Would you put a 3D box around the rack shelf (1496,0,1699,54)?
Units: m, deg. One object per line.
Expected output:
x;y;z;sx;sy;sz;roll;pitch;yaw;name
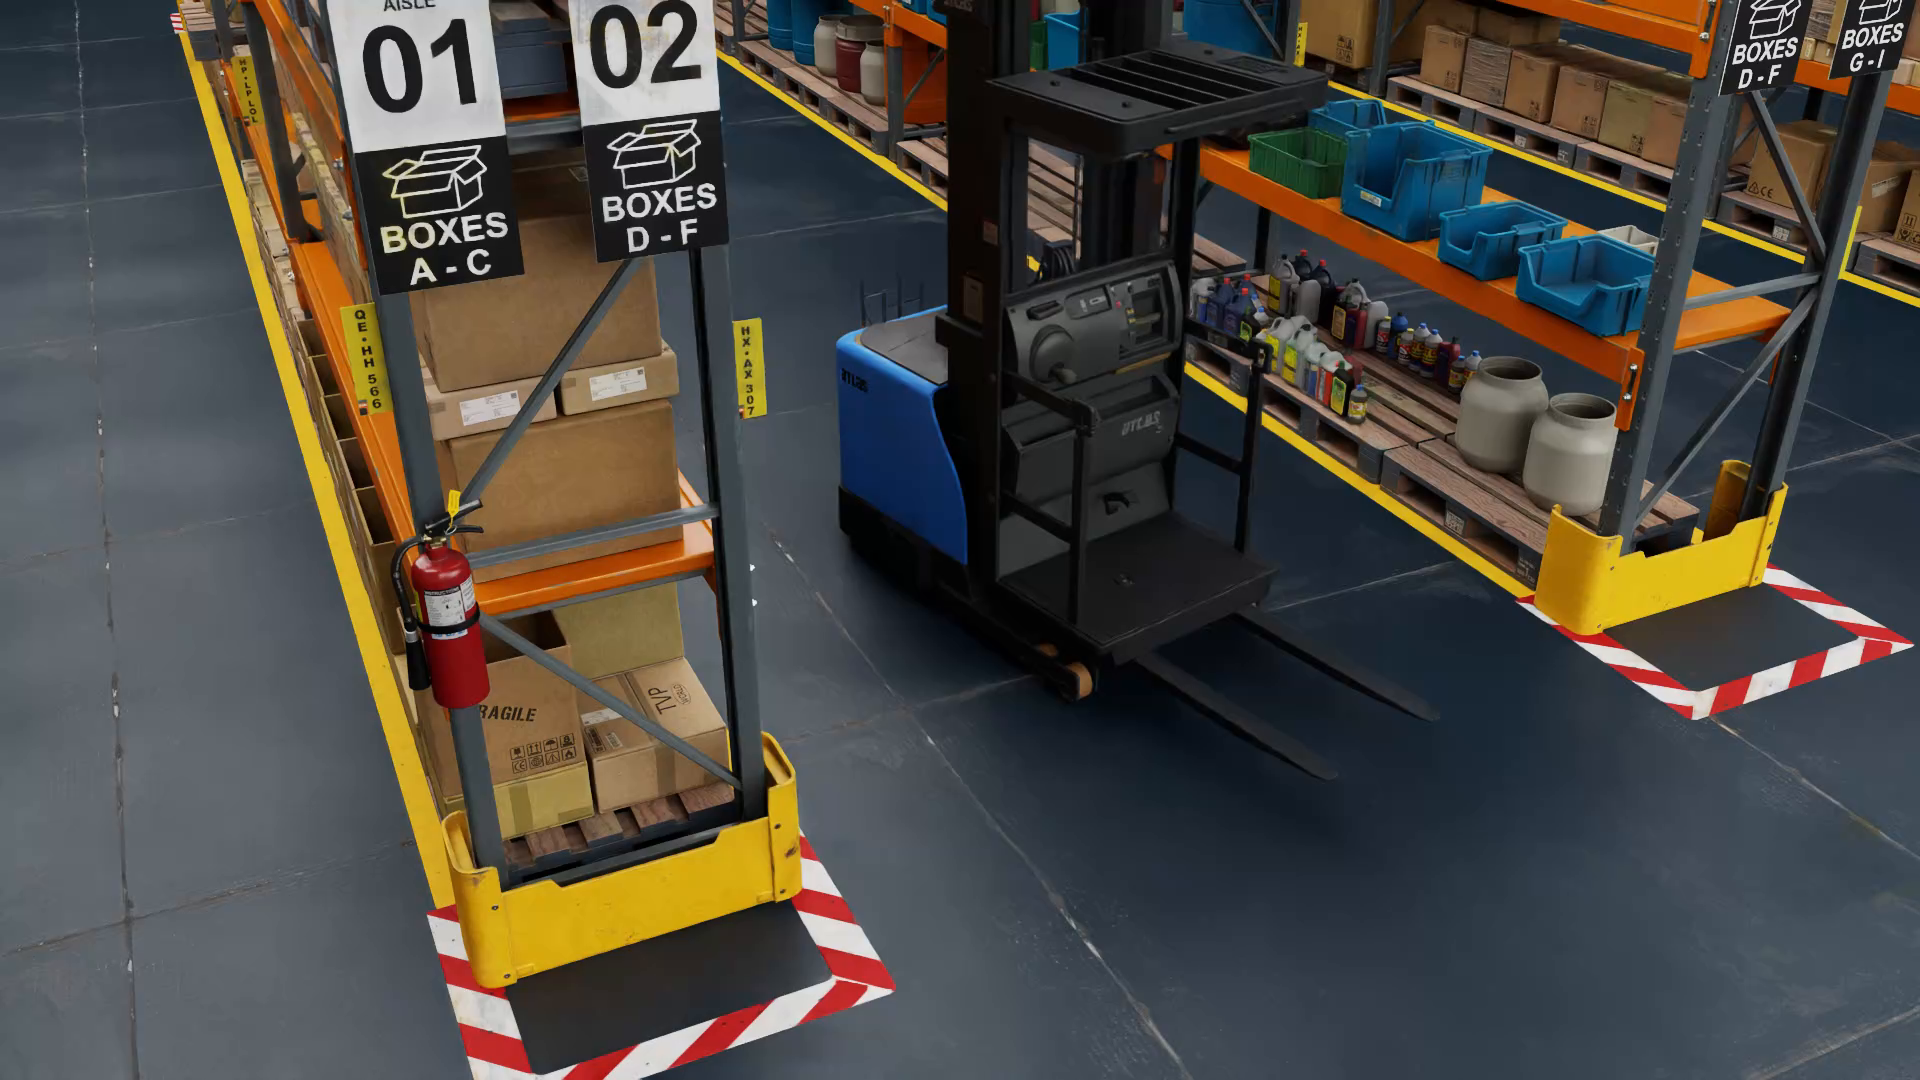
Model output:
5.213;-4.419;13.799;1.077;0.370;4.000;-13;32;-22;rack shelf

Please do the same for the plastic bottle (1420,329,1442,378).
2.671;-1.062;9.416;0.097;0.271;0.097;0;29;0;plastic bottle

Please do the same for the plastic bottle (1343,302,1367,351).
2.326;-1.269;9.774;0.061;0.283;0.133;-13;32;-22;plastic bottle

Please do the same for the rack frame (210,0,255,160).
-4.594;-3.537;11.492;1.000;3.000;0.127;-13;32;-22;rack frame

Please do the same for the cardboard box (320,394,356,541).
-2.531;-0.369;7.457;0.500;0.500;0.500;-13;32;-22;cardboard box

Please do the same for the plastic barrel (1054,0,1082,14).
0.885;-3.852;11.914;0.433;0.535;0.433;0;29;0;plastic barrel

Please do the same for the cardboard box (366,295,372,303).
-2.016;-0.939;6.756;0.700;0.500;0.500;-12;31;-21;cardboard box

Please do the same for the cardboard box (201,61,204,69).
-7.028;-4.598;15.848;0.380;0.149;0.250;-13;32;-22;cardboard box

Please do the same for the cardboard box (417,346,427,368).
-1.610;-0.574;5.442;0.380;0.149;0.250;-12;32;-21;cardboard box

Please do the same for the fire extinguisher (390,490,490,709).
-1.529;0.180;4.941;0.296;0.674;0.183;-13;32;-22;fire extinguisher

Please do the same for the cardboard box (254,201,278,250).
-4.185;-2.017;10.588;0.500;0.311;0.500;-14;32;-23;cardboard box

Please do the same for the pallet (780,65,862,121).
-1.015;-4.237;15.591;1.003;0.211;1.213;-13;32;-22;pallet

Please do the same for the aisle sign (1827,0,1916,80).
3.611;-2.206;6.459;0.394;0.787;0.004;-13;32;-22;aisle sign

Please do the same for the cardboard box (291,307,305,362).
-3.310;-1.118;8.985;0.500;0.311;0.500;-13;32;-22;cardboard box

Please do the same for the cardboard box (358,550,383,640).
-2.312;0.178;7.248;0.500;0.250;0.500;-13;32;-22;cardboard box

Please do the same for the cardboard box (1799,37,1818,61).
5.988;-3.468;11.625;0.380;0.149;0.250;-13;32;-22;cardboard box

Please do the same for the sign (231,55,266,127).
-3.363;-2.123;7.866;0.100;0.325;0.005;-13;32;-22;sign

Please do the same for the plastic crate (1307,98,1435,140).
2.318;-2.312;9.459;0.499;0.251;0.616;-13;32;-22;plastic crate

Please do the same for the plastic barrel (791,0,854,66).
-1.314;-5.054;15.912;0.600;0.901;0.708;-13;32;-22;plastic barrel

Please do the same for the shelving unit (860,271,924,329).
-0.329;-0.723;8.313;0.258;1.200;0.189;-21;35;-32;shelving unit

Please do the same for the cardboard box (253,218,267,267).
-4.418;-2.006;11.143;0.500;0.250;0.500;-14;32;-23;cardboard box

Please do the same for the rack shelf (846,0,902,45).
-0.978;-5.146;15.095;1.077;0.370;4.000;-13;32;-22;rack shelf

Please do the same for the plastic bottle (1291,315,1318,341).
1.956;-1.140;9.551;0.152;0.276;0.135;-13;32;-22;plastic bottle

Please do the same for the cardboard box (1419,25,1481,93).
4.660;-4.426;15.182;0.700;0.500;0.500;-15;33;-25;cardboard box

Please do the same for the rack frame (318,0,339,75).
-1.160;-2.620;3.722;1.000;3.000;0.127;-13;32;-22;rack frame

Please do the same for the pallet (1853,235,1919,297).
6.919;-1.804;11.251;1.003;0.211;1.213;-13;32;-22;pallet

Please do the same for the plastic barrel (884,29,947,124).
-0.344;-4.025;14.151;0.600;0.830;0.708;-13;32;-22;plastic barrel

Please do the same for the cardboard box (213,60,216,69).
-5.895;-4.027;13.703;0.500;0.250;0.500;-13;32;-22;cardboard box

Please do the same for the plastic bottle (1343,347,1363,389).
2.143;-0.908;9.130;0.061;0.283;0.133;-13;32;-22;plastic bottle

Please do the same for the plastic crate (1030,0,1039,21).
0.298;-3.826;11.940;0.402;0.464;0.583;-13;32;-22;plastic crate

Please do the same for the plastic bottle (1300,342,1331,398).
1.988;-0.943;9.201;0.152;0.276;0.135;-14;32;-23;plastic bottle

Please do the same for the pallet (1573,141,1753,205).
5.736;-2.976;13.342;1.003;0.211;1.213;-13;32;-22;pallet

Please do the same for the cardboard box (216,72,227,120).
-5.877;-3.686;13.862;0.500;0.500;0.500;-13;32;-21;cardboard box

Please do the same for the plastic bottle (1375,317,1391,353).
2.498;-1.210;9.752;0.097;0.201;0.097;0;29;0;plastic bottle

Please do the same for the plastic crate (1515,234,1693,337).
2.830;-1.135;7.360;0.499;0.251;0.616;-13;32;-22;plastic crate

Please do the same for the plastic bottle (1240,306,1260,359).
1.684;-1.207;9.664;0.061;0.283;0.133;-12;31;-20;plastic bottle

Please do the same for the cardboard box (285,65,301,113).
-3.633;-2.611;9.737;0.500;0.500;0.500;-13;32;-22;cardboard box

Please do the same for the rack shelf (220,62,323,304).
-3.736;-2.340;10.092;1.077;0.370;4.000;-13;32;-22;rack shelf

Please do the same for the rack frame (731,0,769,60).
-1.836;-6.343;16.495;1.000;3.000;0.127;-13;32;-22;rack frame

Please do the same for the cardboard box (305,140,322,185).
-2.716;-1.713;7.473;0.380;0.149;0.250;-14;32;-23;cardboard box

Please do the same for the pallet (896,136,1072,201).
0.178;-3.009;13.401;1.003;0.211;1.213;-13;32;-22;pallet

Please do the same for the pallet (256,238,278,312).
-4.276;-1.949;11.511;1.003;0.211;1.213;-13;32;-22;pallet

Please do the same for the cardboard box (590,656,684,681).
-1.407;0.509;6.658;0.500;0.250;0.500;-13;32;-22;cardboard box

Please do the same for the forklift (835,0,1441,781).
0.704;-0.872;6.809;1.130;2.935;3.031;-21;35;-32;forklift

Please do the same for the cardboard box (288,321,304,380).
-3.533;-1.101;9.528;0.500;0.250;0.500;-14;32;-23;cardboard box

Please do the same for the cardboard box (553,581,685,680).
-1.406;0.181;6.475;0.500;0.500;0.500;-13;32;-22;cardboard box

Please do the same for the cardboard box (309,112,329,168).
-2.463;-1.962;7.254;0.700;0.500;0.500;-13;32;-22;cardboard box

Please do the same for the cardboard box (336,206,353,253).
-2.268;-1.254;6.654;0.380;0.149;0.250;-13;32;-22;cardboard box

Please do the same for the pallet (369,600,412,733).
-2.046;0.345;7.418;1.003;0.211;1.213;-13;32;-22;pallet

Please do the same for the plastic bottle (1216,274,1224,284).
1.598;-1.469;10.130;0.061;0.283;0.133;-13;32;-22;plastic bottle

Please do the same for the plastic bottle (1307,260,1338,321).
2.217;-1.537;10.182;0.144;0.351;0.185;-15;32;-24;plastic bottle

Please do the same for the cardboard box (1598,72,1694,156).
5.640;-3.441;13.425;0.700;0.500;0.500;-13;32;-22;cardboard box

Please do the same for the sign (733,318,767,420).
-0.656;-0.530;5.162;0.100;0.325;0.005;-13;32;-22;sign

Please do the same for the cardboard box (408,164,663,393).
-1.372;-0.845;5.262;0.700;0.500;0.500;-13;32;-22;cardboard box

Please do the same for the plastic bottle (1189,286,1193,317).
1.426;-1.458;10.194;0.097;0.201;0.097;0;29;0;plastic bottle

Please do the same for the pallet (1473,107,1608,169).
5.208;-3.516;14.304;1.003;0.211;1.213;-13;32;-22;pallet

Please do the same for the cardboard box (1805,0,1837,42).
6.209;-3.811;11.572;0.875;0.500;0.500;-13;32;-22;cardboard box

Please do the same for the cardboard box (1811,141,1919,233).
6.460;-2.505;11.777;0.500;0.500;0.500;-3;29;-6;cardboard box
